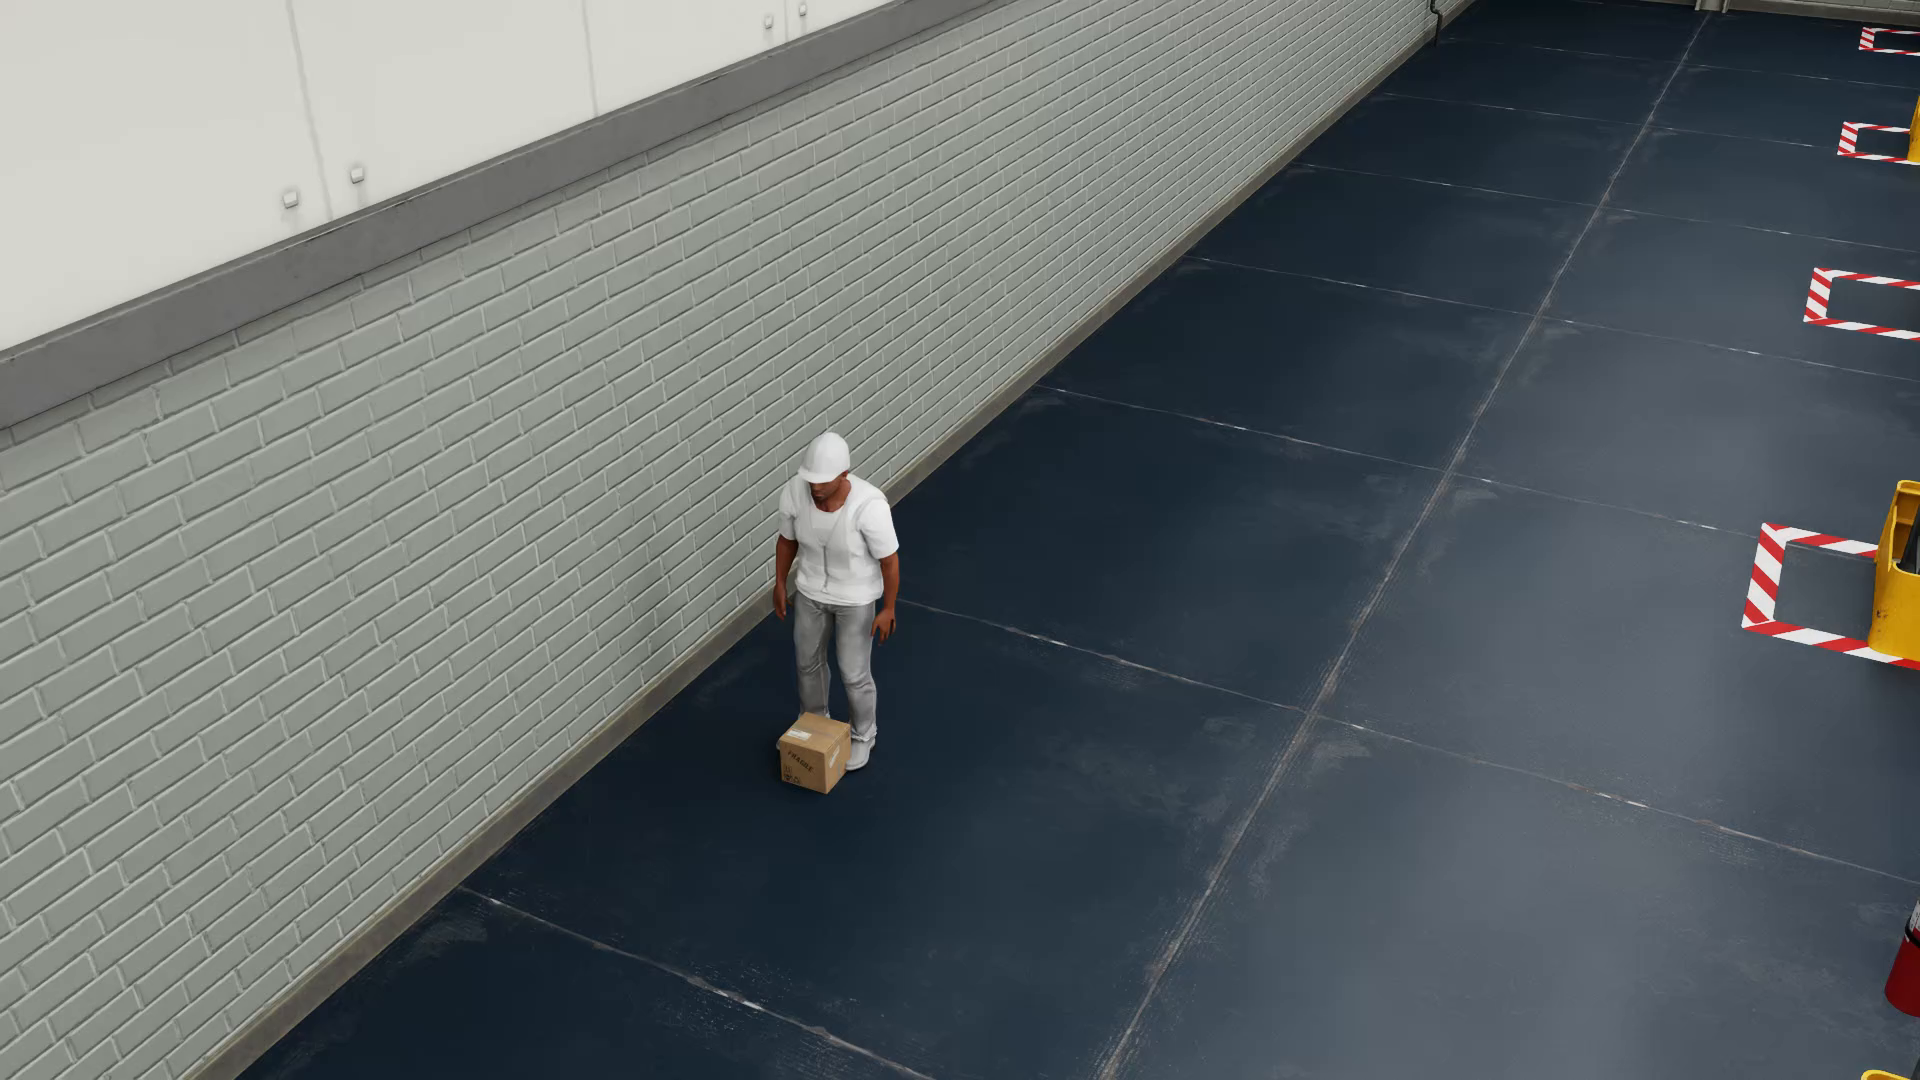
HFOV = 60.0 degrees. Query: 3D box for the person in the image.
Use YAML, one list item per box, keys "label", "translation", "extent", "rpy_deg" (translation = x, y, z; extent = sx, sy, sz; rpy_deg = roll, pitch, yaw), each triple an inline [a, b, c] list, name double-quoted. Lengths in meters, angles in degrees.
- label: "person"
  translation: [-0.591, 0.272, 7.807]
  extent: [0.632, 1.755, 0.462]
  rpy_deg: [12, 32, 20]
